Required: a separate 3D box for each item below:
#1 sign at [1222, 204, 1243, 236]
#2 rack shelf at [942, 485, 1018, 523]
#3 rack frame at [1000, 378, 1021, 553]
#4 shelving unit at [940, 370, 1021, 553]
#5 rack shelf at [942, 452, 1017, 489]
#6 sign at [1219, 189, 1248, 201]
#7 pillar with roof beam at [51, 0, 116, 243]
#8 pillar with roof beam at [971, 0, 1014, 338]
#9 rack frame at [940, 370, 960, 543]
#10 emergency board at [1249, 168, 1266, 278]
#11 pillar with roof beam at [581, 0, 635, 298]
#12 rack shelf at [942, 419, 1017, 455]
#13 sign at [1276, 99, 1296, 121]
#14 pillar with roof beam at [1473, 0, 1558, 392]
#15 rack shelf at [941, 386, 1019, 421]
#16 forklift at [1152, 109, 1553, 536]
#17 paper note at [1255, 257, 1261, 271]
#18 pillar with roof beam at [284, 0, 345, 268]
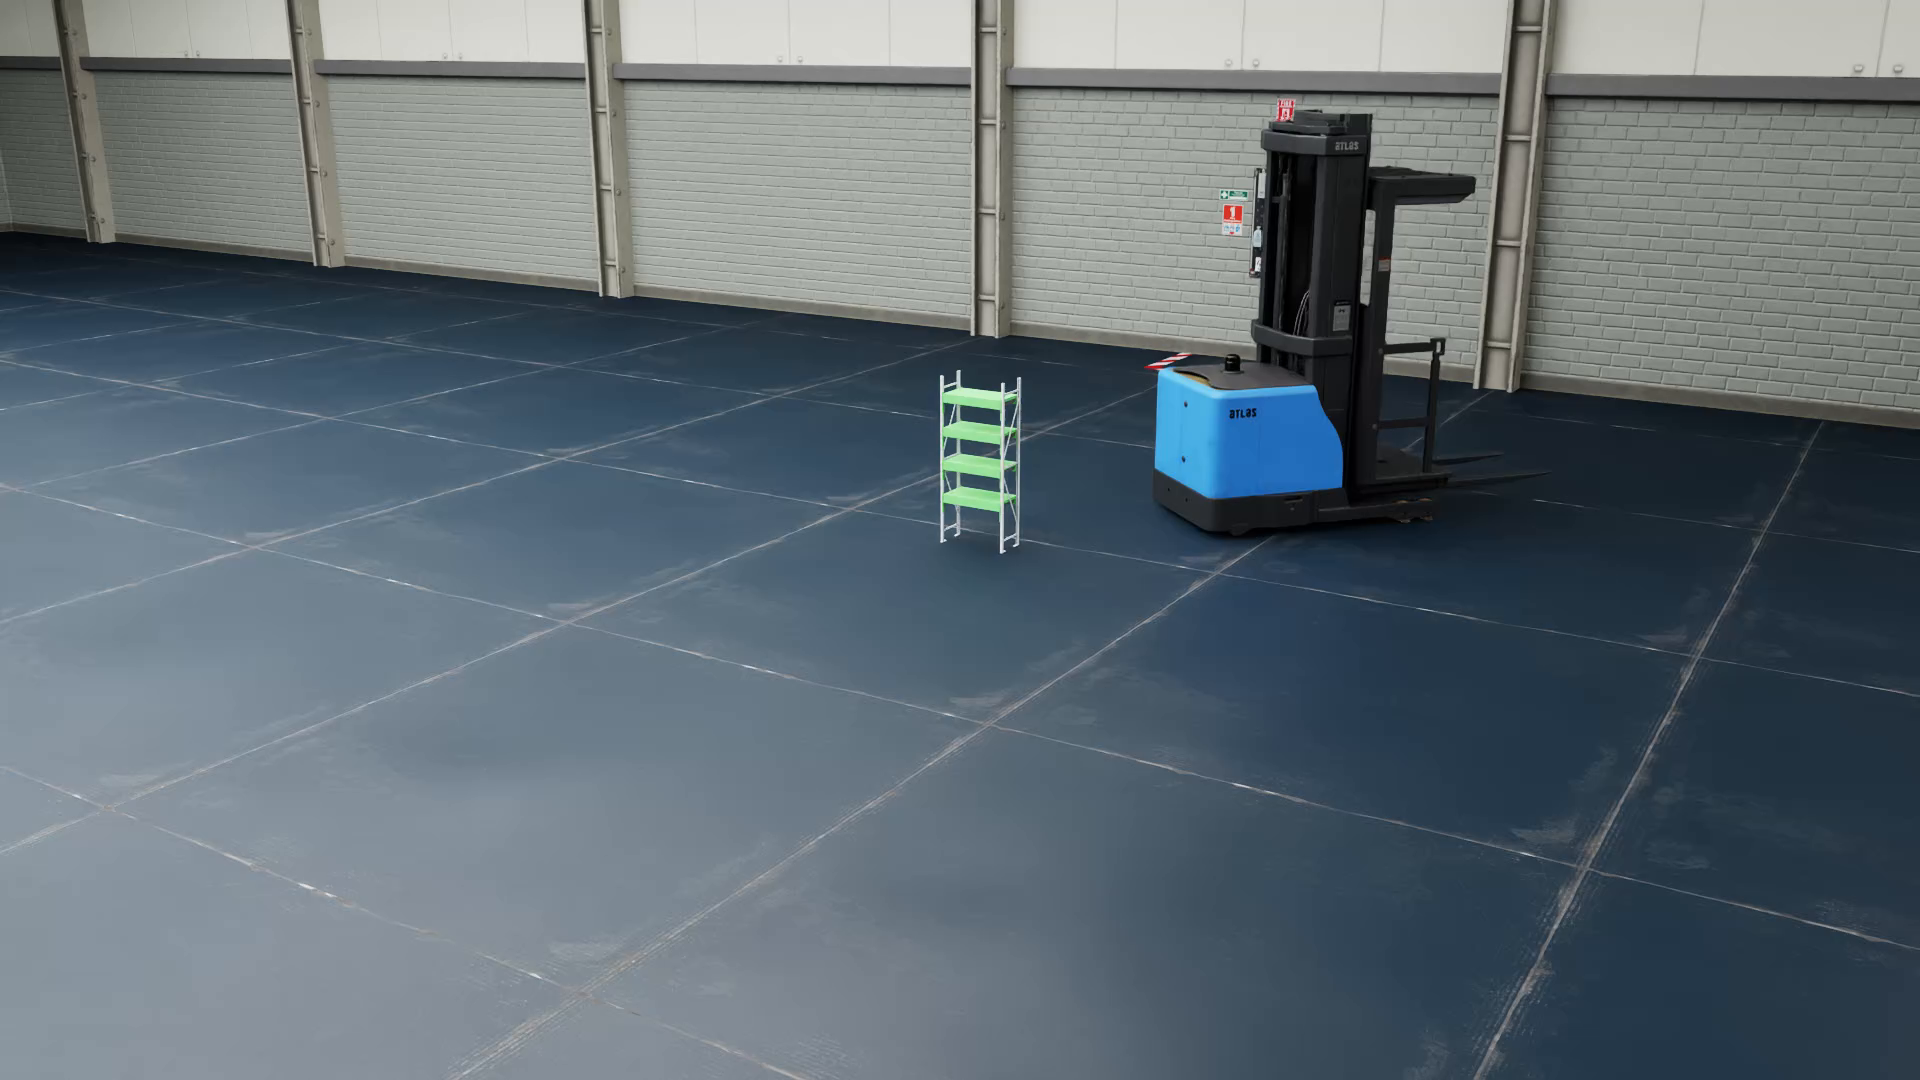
[{"bbox_3d":[2.982,-3.504,18.193,0.234,0.329,0.001,10,20,30],"label":"sign"},{"bbox_3d":[0.141,-0.258,11.712,0.480,0.148,0.258,10,20,30],"label":"rack shelf"},{"bbox_3d":[0.349,-0.512,11.502,0.015,1.200,0.240,10,20,30],"label":"rack frame"},{"bbox_3d":[0.141,-0.549,11.624,0.503,1.200,0.258,10,20,30],"label":"shelving unit"},{"bbox_3d":[0.141,-0.488,11.642,0.480,0.148,0.258,10,20,30],"label":"rack shelf"},{"bbox_3d":[2.982,-3.754,18.106,0.331,0.109,0.001,10,20,30],"label":"sign"},{"bbox_3d":[-17.219,-8.446,24.204,0.400,9.000,9.100,10,20,30],"label":"pillar with roof beam"},{"bbox_3d":[-1.880,-5.708,15.191,0.400,9.000,9.100,10,20,30],"label":"pillar with roof beam"},{"bbox_3d":[-0.067,-0.586,11.746,0.015,1.200,0.240,10,20,30],"label":"rack frame"},{"bbox_3d":[3.400,-3.377,17.837,0.643,1.169,0.194,10,20,30],"label":"emergency board"},{"bbox_3d":[-6.993,-6.621,18.195,0.400,9.000,9.100,10,20,30],"label":"pillar with roof beam"},{"bbox_3d":[0.141,-0.717,11.573,0.480,0.148,0.258,10,20,30],"label":"rack shelf"},{"bbox_3d":[3.445,-4.512,17.585,0.199,0.298,0.001,10,20,30],"label":"sign"},{"bbox_3d":[3.232,-4.796,12.186,0.400,9.000,9.100,10,20,30],"label":"pillar with roof beam"},{"bbox_3d":[0.141,-0.947,11.503,0.480,0.148,0.258,10,20,30],"label":"rack shelf"},{"bbox_3d":[3.038,-1.667,12.327,3.031,2.935,1.130,-6,18,-18],"label":"forklift"},{"bbox_3d":[3.285,-2.999,18.110,0.142,0.148,0.016,10,20,30],"label":"paper note"},{"bbox_3d":[-12.106,-7.534,21.200,0.400,9.000,9.100,10,20,30],"label":"pillar with roof beam"}]
